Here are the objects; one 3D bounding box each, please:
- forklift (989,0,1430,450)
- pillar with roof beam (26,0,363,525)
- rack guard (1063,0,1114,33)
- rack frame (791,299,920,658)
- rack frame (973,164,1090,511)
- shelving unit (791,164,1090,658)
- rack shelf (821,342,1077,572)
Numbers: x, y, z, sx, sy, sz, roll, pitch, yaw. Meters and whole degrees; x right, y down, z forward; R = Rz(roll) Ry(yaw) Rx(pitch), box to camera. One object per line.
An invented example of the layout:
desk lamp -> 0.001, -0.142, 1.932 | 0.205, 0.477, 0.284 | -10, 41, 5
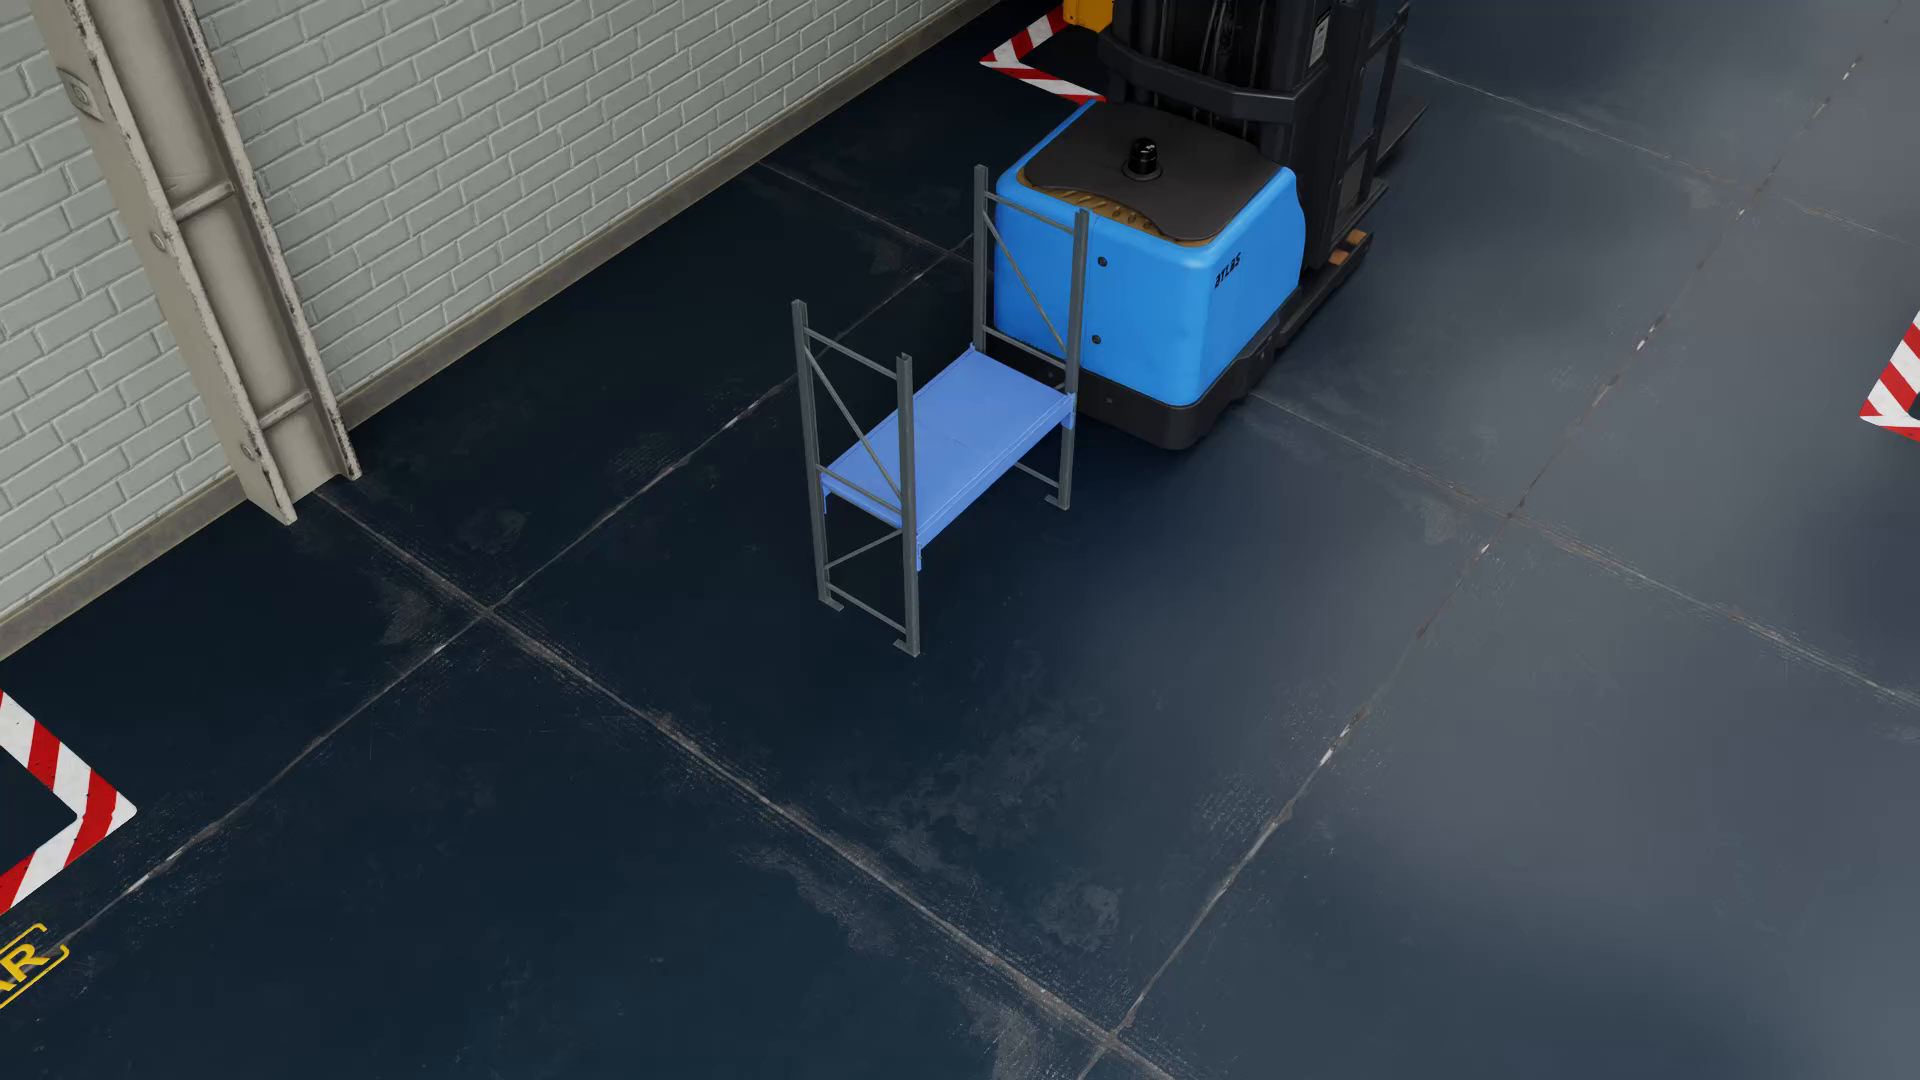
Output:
forklift -> 1.375, -2.439, 7.218 | 1.130, 2.935, 3.031 | 26, 52, 23
pillar with roof beam -> 0.585, -1.446, 2.073 | 9.100, 9.000, 0.400 | 29, 53, 25
rack guard -> 1.150, -3.107, 9.537 | 1.175, 0.500, 0.348 | 29, 53, 25
rack frame -> -0.363, -0.178, 6.048 | 0.500, 1.500, 0.032 | 29, 53, 25
rack frame -> 0.259, -0.760, 6.604 | 0.500, 1.500, 0.032 | 29, 53, 25
shelving unit -> -0.052, -0.469, 6.326 | 0.538, 1.500, 1.048 | 29, 53, 25
rack shelf -> -0.052, -0.345, 6.456 | 0.538, 0.185, 1.000 | 29, 53, 25
